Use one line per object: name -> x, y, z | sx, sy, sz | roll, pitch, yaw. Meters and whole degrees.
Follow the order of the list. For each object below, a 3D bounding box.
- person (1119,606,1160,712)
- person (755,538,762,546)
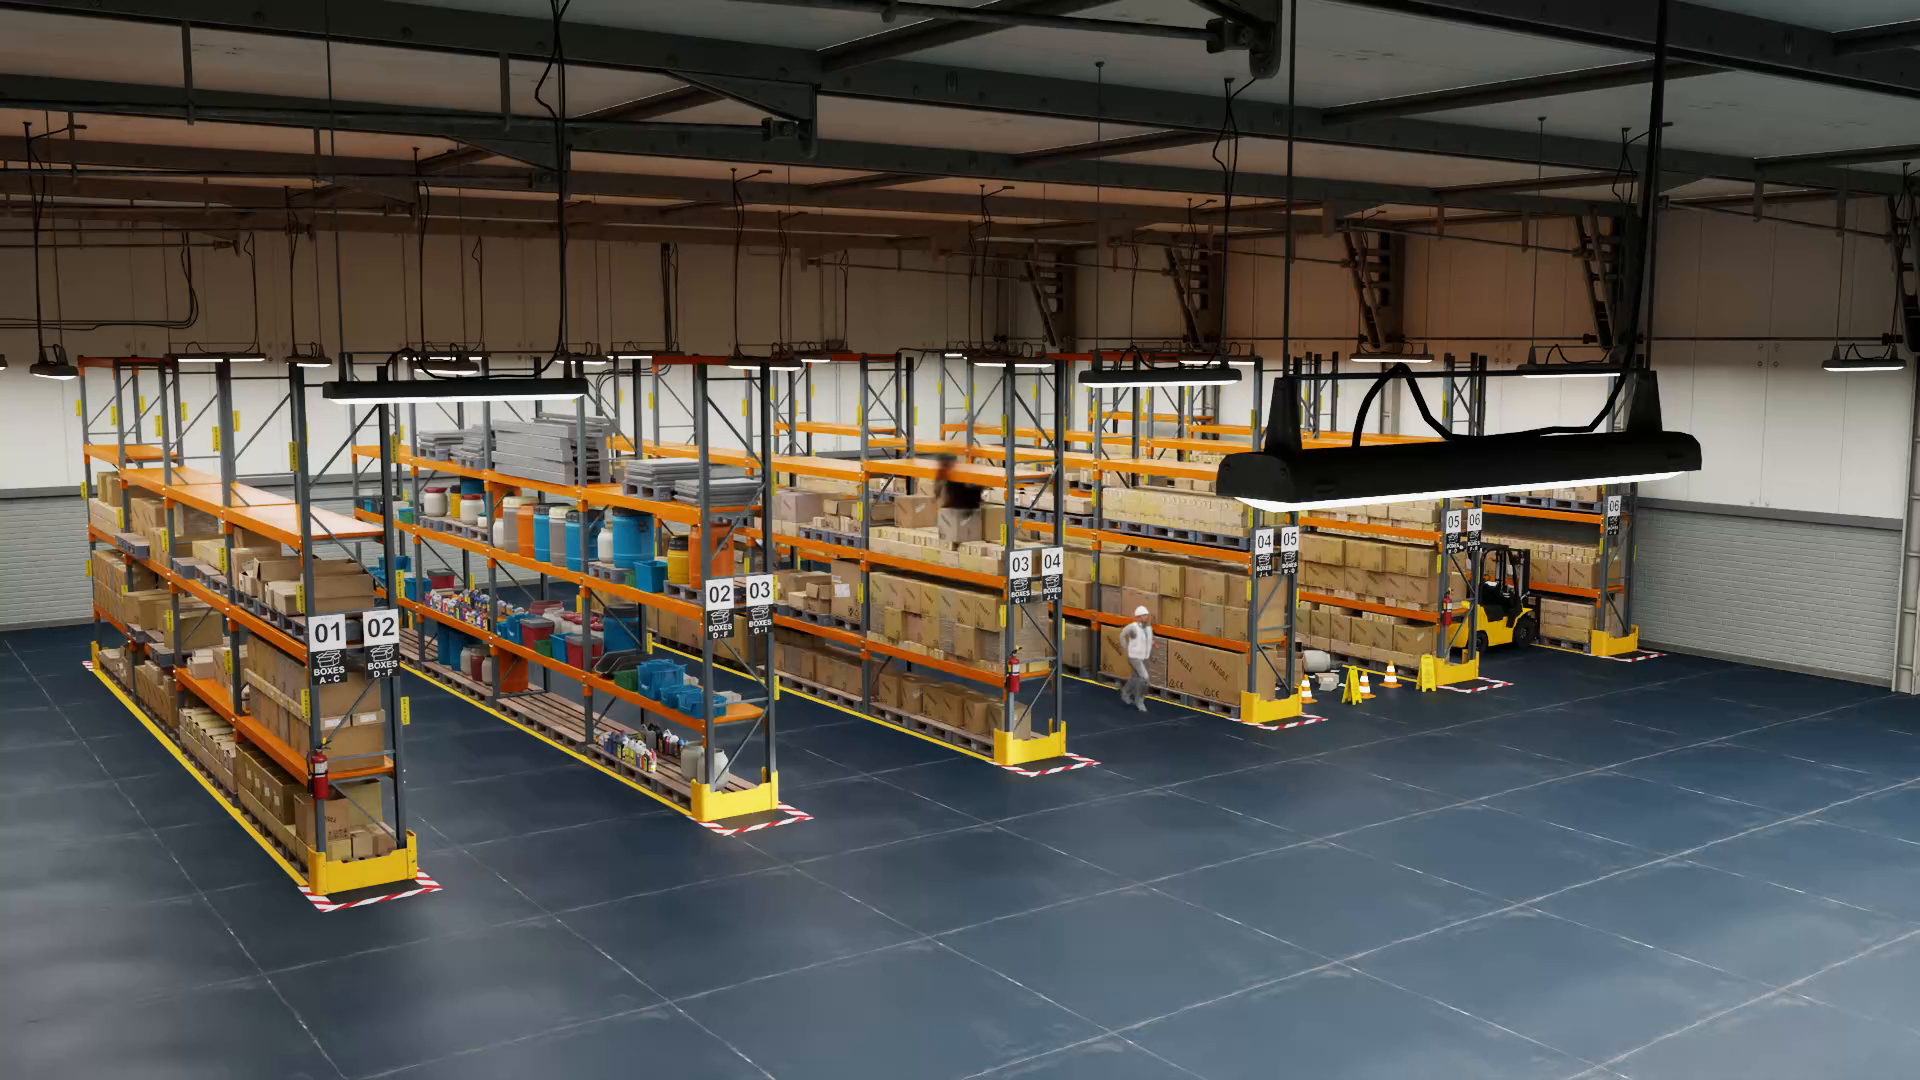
person -> 3.061, 2.022, 28.468 | 0.847, 1.811, 0.574 | 7, 10, 44
person -> -5.156, 0.507, 41.562 | 0.748, 1.564, 0.639 | -3, 8, -24
